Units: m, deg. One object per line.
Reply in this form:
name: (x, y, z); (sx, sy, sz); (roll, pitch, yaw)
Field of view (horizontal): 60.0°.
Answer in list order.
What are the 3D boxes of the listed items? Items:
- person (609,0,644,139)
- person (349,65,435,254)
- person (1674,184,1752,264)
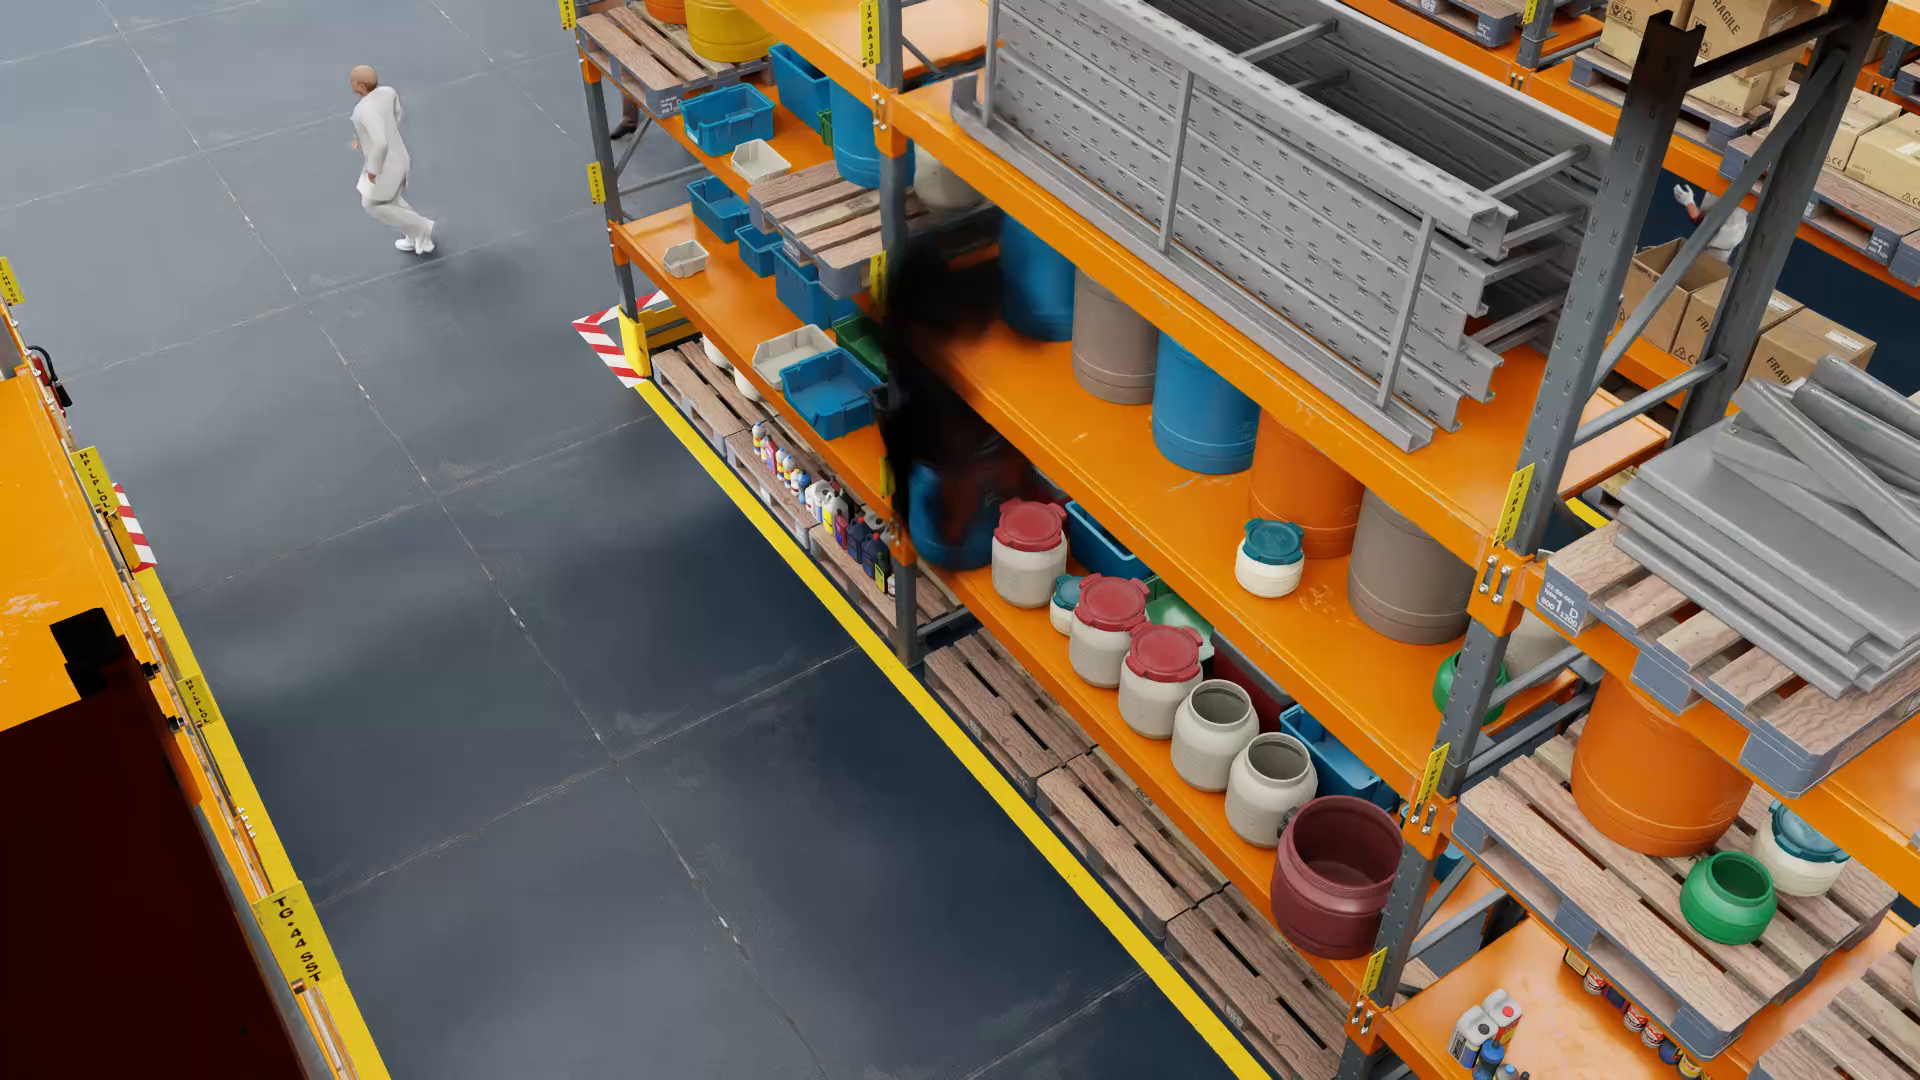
person: (-2.912, -4.490, 15.340); (0.917, 1.735, 0.645); (-7, 43, -7)
person: (-4.797, -3.144, 13.902); (0.649, 1.738, 0.748); (3, 43, 3)
person: (5.890, -2.303, 12.937); (0.876, 1.844, 0.643); (34, 52, 31)
